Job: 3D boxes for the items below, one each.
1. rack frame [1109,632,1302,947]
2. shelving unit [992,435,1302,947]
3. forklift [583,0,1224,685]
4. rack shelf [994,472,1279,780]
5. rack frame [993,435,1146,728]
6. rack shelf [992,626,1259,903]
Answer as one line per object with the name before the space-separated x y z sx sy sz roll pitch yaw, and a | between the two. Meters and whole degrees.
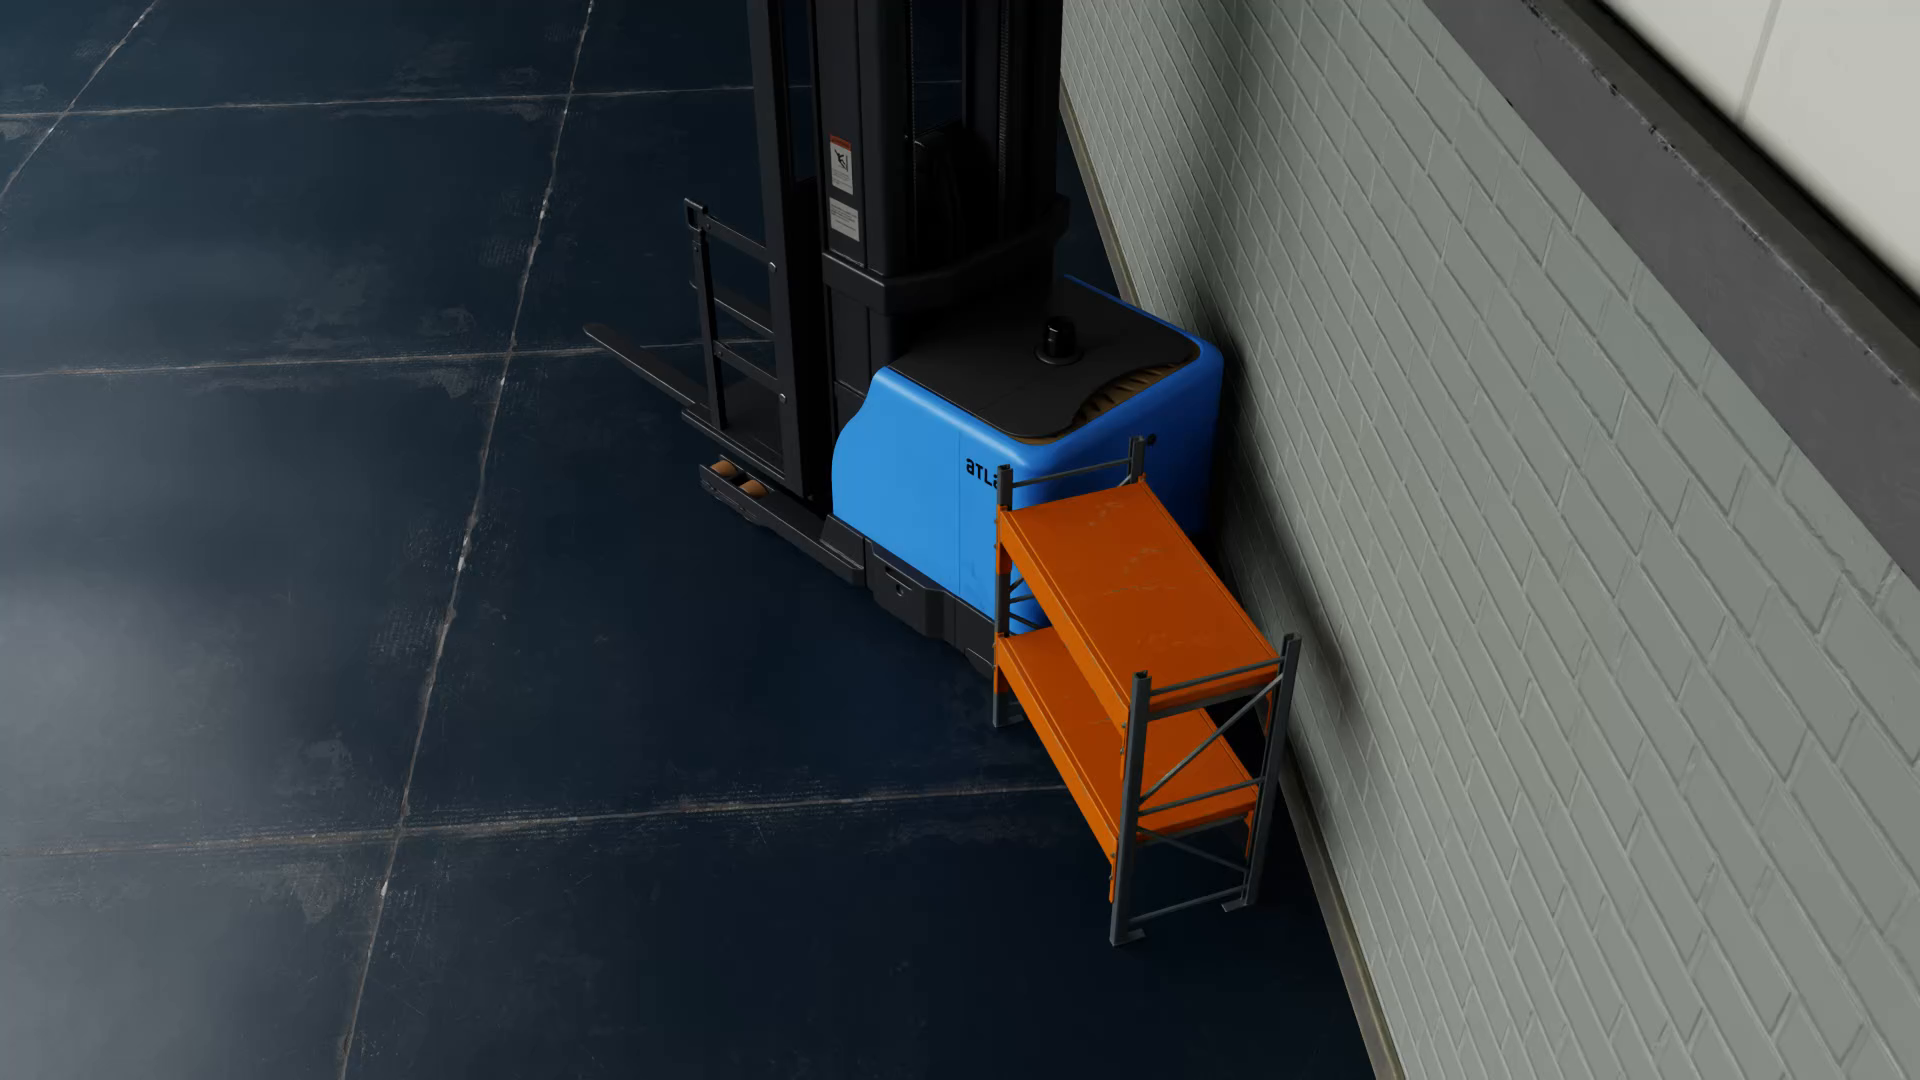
rack frame | 0.705 0.757 4.883 0.500 1.125 0.032 -13 40 -16
shelving unit | 0.531 0.461 5.257 0.538 1.125 1.048 -13 40 -16
forklift | -0.436 -1.427 6.192 1.130 2.935 3.031 -31 48 -33
rack shelf | 0.531 0.231 5.076 0.538 0.278 1.000 -13 40 -16
rack frame | 0.357 0.165 5.632 0.500 1.125 0.032 -13 40 -16
rack shelf | 0.531 0.653 5.409 0.538 0.278 1.000 -13 40 -16
